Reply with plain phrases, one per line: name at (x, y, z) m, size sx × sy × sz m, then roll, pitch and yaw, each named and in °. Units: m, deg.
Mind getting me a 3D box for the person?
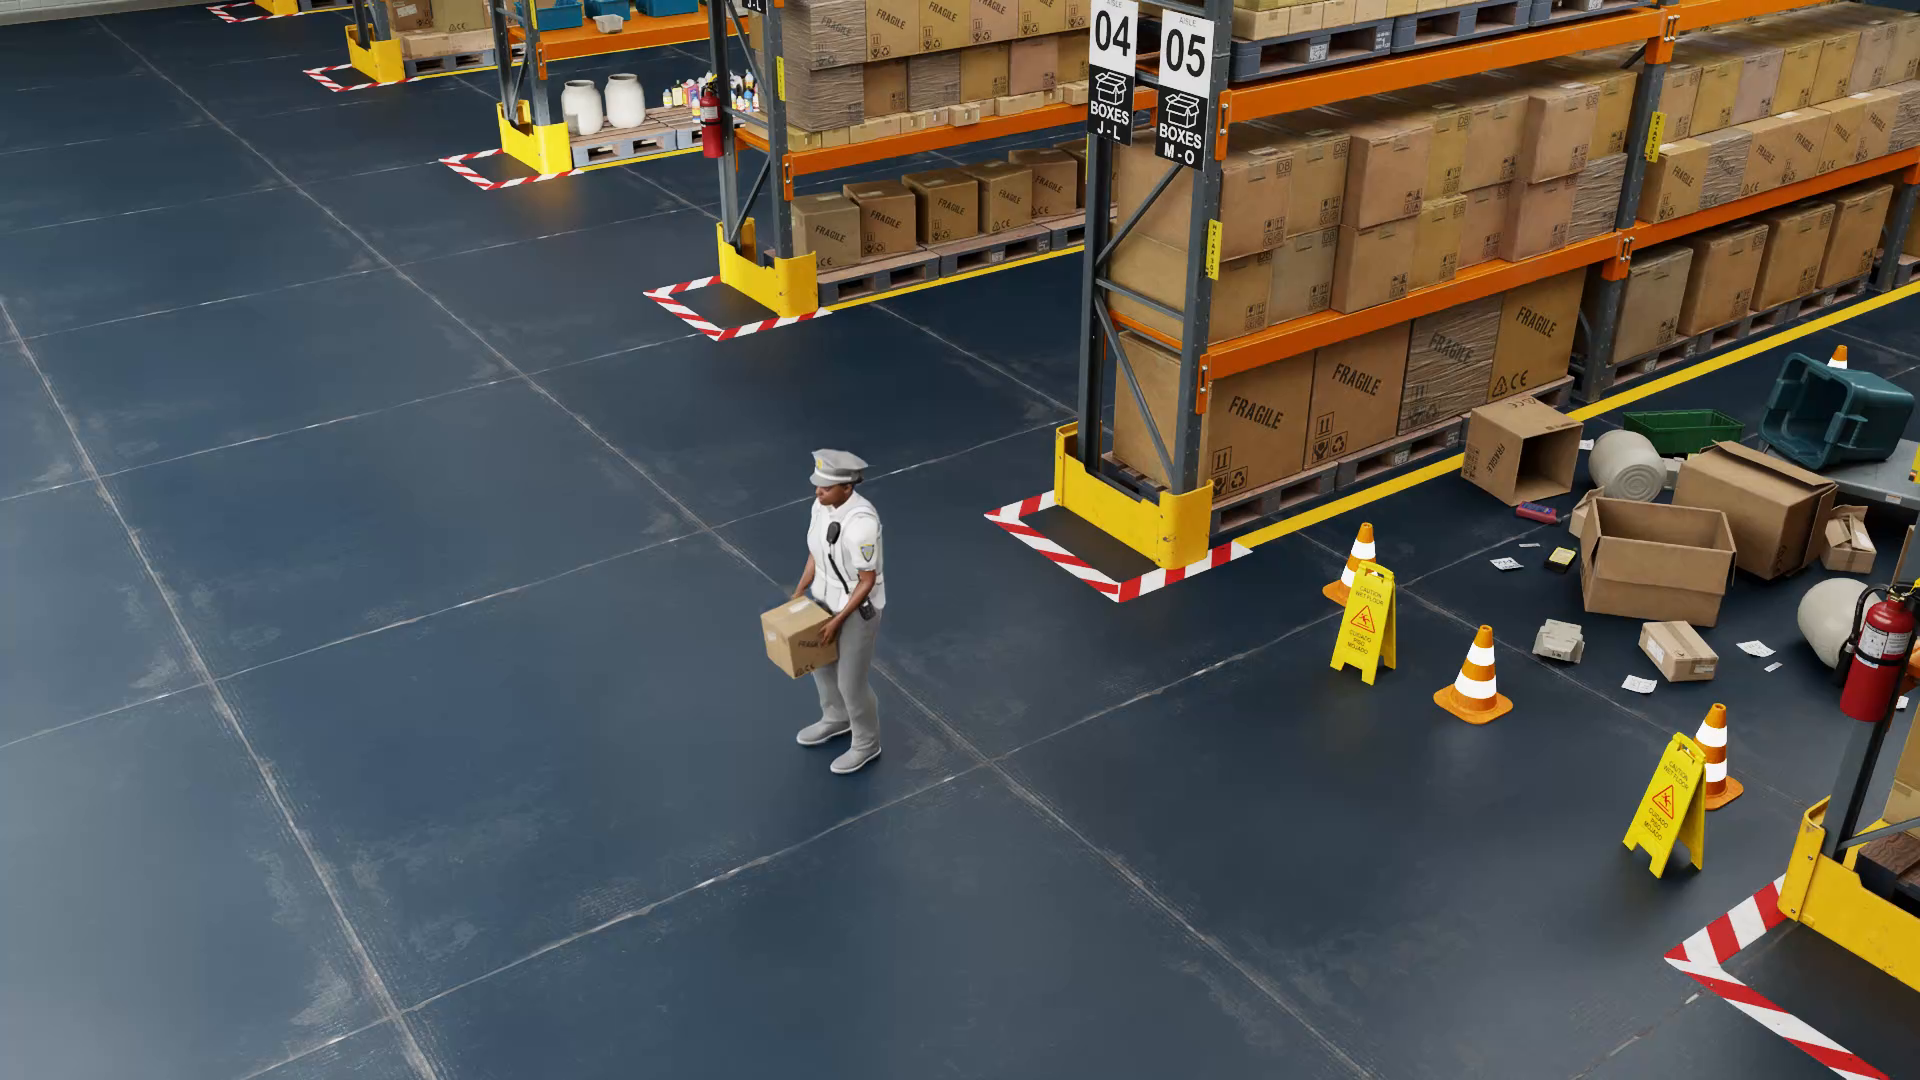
person at (-0.577, 0.333, 8.017) m, size 0.393 × 1.660 × 0.514 m, roll -21°, pitch 35°, yaw -33°
